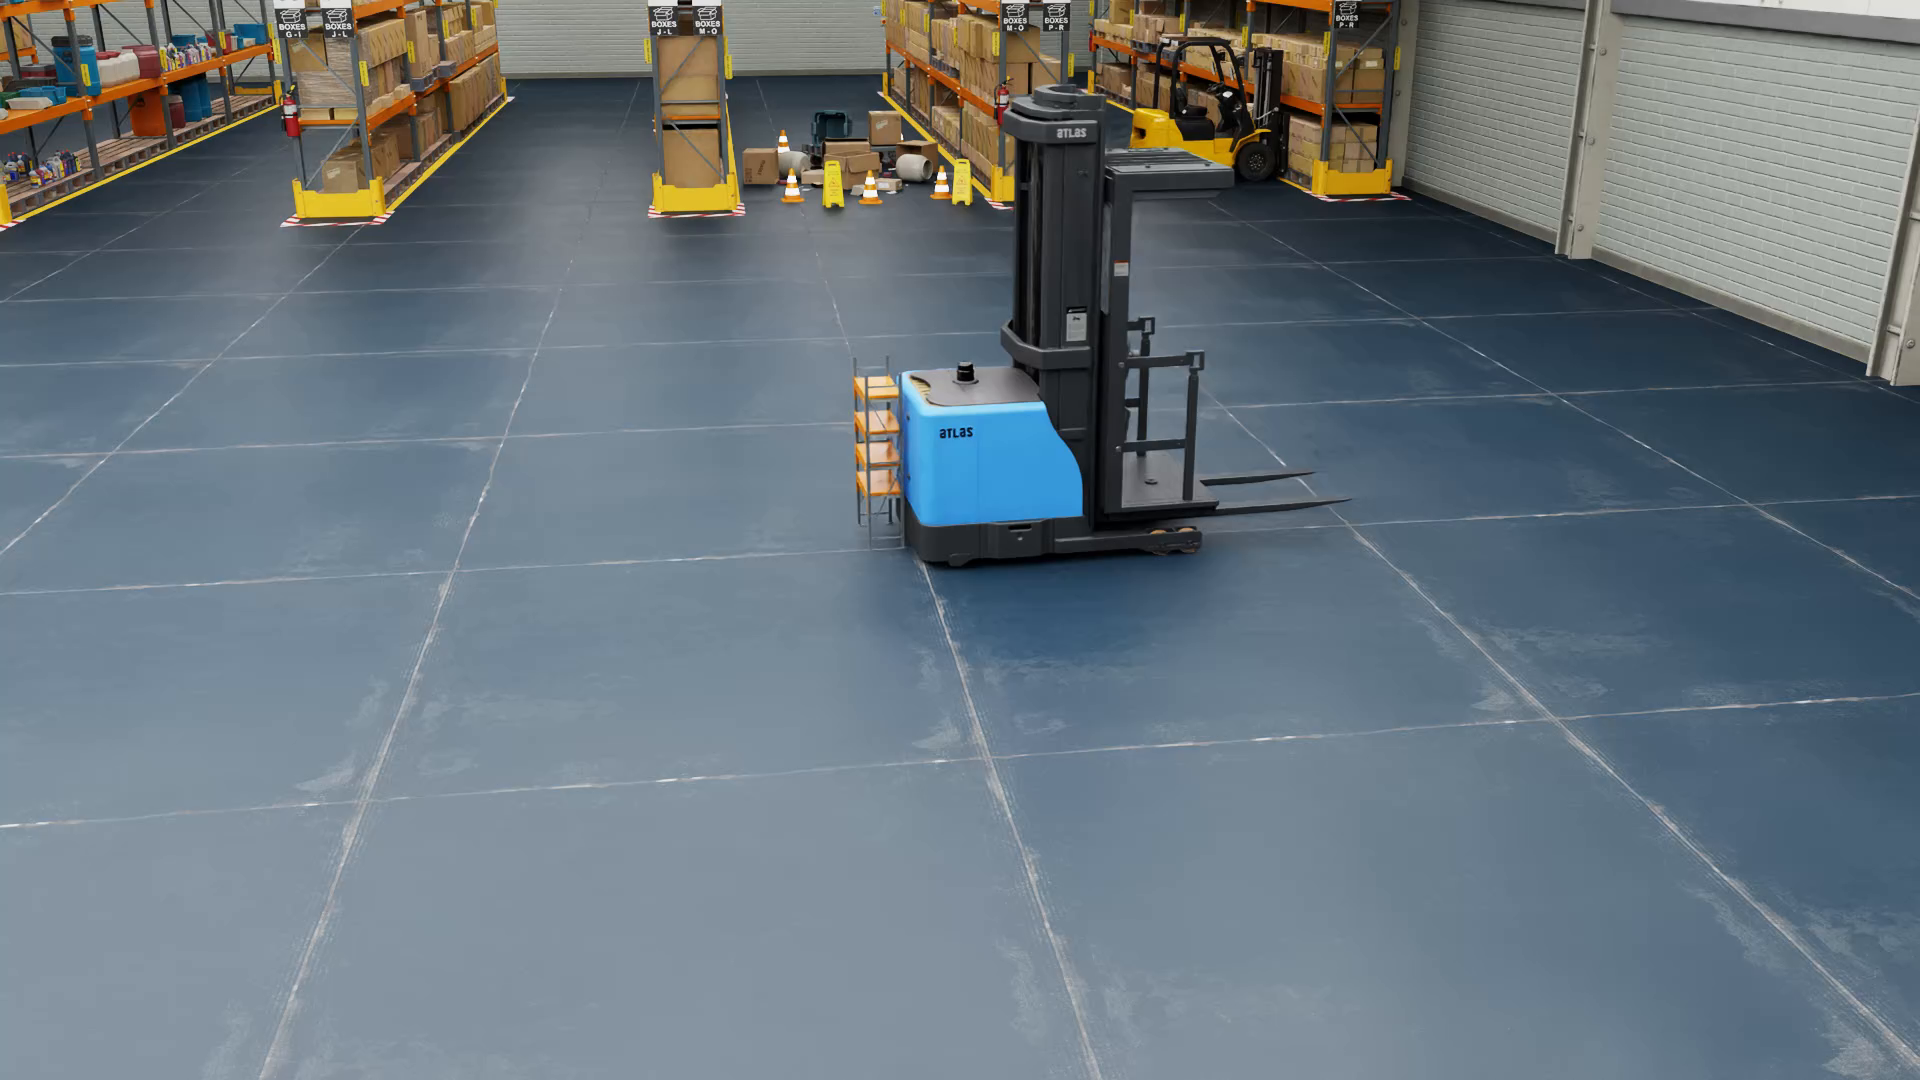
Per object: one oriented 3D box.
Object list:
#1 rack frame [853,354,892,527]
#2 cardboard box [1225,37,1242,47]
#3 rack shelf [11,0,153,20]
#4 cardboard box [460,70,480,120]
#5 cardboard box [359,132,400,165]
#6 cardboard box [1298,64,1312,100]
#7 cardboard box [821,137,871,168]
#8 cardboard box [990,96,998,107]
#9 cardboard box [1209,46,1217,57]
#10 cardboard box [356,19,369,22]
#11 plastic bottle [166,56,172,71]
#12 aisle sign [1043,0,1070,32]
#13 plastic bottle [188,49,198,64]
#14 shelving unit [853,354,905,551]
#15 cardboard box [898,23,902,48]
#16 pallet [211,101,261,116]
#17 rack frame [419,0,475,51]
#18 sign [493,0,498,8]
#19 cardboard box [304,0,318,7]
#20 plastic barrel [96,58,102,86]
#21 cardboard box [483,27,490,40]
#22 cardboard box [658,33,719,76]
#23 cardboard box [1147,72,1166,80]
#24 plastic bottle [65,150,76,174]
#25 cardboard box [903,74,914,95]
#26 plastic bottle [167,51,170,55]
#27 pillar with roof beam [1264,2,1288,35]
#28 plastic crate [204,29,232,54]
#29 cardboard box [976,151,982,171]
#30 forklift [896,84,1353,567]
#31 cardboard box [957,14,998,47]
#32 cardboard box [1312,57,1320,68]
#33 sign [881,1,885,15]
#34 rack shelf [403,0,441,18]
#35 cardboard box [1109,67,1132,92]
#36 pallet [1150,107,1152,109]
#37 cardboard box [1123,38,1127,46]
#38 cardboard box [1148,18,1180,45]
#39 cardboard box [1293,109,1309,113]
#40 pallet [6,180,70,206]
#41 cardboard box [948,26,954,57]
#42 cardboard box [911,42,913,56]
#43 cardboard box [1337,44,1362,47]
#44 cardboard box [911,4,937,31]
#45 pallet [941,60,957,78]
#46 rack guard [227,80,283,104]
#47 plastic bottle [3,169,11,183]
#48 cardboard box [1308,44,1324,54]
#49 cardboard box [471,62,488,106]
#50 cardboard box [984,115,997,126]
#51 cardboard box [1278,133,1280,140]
[{"bbox_3d":[-0.590,-0.665,11.282,0.240,1.200,0.015,-4,21,-11],"label":"rack frame"},{"bbox_3d":[4.927,-8.836,29.516,0.380,0.149,0.250,-4,21,-9],"label":"cardboard box"},{"bbox_3d":[-14.504,-8.877,27.438,1.077,0.370,4.000,-3,21,-8],"label":"rack shelf"},{"bbox_3d":[-10.226,-8.808,32.948,1.225,0.875,0.875,-4,21,-10],"label":"cardboard box"},{"bbox_3d":[-9.296,-6.252,26.640,0.500,0.500,0.500,-4,21,-9],"label":"cardboard box"},{"bbox_3d":[5.584,-7.117,25.841,0.500,0.500,0.500,-2,21,-6],"label":"cardboard box"},{"bbox_3d":[-1.833,-6.179,26.847,0.797,0.637,0.503,-3,21,-8],"label":"cardboard box"},{"bbox_3d":[0.657,-6.564,24.864,0.380,0.149,0.250,-3,21,-8],"label":"cardboard box"},{"bbox_3d":[4.877,-8.970,30.444,0.500,0.250,0.500,-3,21,-7],"label":"cardboard box"},{"bbox_3d":[-9.501,-7.852,25.956,0.500,0.500,0.500,-3,21,-8],"label":"cardboard box"},{"bbox_3d":[-14.601,-8.770,30.587,0.152,0.276,0.135,-3,21,-8],"label":"plastic bottle"},{"bbox_3d":[1.385,-7.693,23.812,0.394,0.787,0.004,-3,21,-8],"label":"aisle sign"},{"bbox_3d":[-14.847,-9.361,32.168,0.152,0.276,0.135,-3,21,-8],"label":"plastic bottle"},{"bbox_3d":[-0.540,-0.582,11.058,0.258,1.200,0.503,-4,21,-11],"label":"shelving unit"},{"bbox_3d":[-1.060,-11.008,36.260,0.500,0.500,0.500,-3,21,-9],"label":"cardboard box"},{"bbox_3d":[-15.692,-9.256,35.697,1.003,0.211,1.213,-3,21,-8],"label":"pallet"},{"bbox_3d":[-10.467,-10.136,34.068,1.000,3.000,0.127,-3,21,-8],"label":"rack frame"},{"bbox_3d":[-10.505,-12.197,37.593,0.100,0.325,0.005,-3,21,-8],"label":"sign"},{"bbox_3d":[-9.058,-7.471,22.858,0.500,0.250,0.500,-2,21,-6],"label":"cardboard box"},{"bbox_3d":[-14.136,-7.523,26.876,0.433,0.535,0.433,0,20,0],"label":"plastic barrel"},{"bbox_3d":[-10.565,-11.084,36.395,0.500,0.250,0.500,-4,21,-10],"label":"cardboard box"},{"bbox_3d":[-3.830,-6.903,23.654,0.875,0.550,0.550,-3,21,-8],"label":"cardboard box"},{"bbox_3d":[4.204,-9.899,35.479,0.380,0.149,0.250,-4,21,-11],"label":"cardboard box"},{"bbox_3d":[-13.837,-5.873,25.812,0.144,0.351,0.185,-3,21,-9],"label":"plastic bottle"},{"bbox_3d":[-0.775,-10.165,37.208,0.875,0.438,0.875,-4,21,-9],"label":"cardboard box"},{"bbox_3d":[-15.505,-9.500,32.648,0.097,0.201,0.097,0,20,0],"label":"plastic bottle"},{"bbox_3d":[1.647,-11.690,29.654,9.100,9.000,0.400,-3,21,-8],"label":"pillar with roof beam"},{"bbox_3d":[-15.249,-10.266,34.239,0.402,0.464,0.583,-3,21,-8],"label":"plastic crate"},{"bbox_3d":[0.538,-6.017,26.368,0.500,0.250,0.500,-4,21,-10],"label":"cardboard box"},{"bbox_3d":[1.127,-1.448,10.904,3.031,2.935,1.130,-4,21,-11],"label":"forklift"},{"bbox_3d":[0.341,-8.358,27.309,0.700,0.500,0.500,-3,21,-8],"label":"cardboard box"},{"bbox_3d":[5.587,-7.277,25.341,0.380,0.149,0.250,-3,21,-7],"label":"cardboard box"},{"bbox_3d":[-1.787,-12.438,38.880,0.100,0.325,0.005,-3,21,-8],"label":"sign"},{"bbox_3d":[-9.602,-9.127,28.107,1.077,0.370,4.000,-3,21,-8],"label":"rack shelf"},{"bbox_3d":[3.730,-10.596,38.271,0.500,0.500,0.500,-3,21,-7],"label":"cardboard box"},{"bbox_3d":[4.584,-8.878,34.686,1.003,0.211,1.213,-3,21,-8],"label":"pallet"},{"bbox_3d":[3.834,-11.046,36.862,0.380,0.149,0.250,-2,21,-6],"label":"cardboard box"},{"bbox_3d":[4.287,-10.502,34.303,0.700,0.500,0.500,-3,21,-8],"label":"cardboard box"},{"bbox_3d":[5.814,-6.984,27.528,0.500,0.250,0.500,-3,21,-7],"label":"cardboard box"},{"bbox_3d":[-13.981,-5.152,24.709,1.003,0.211,1.213,-3,21,-8],"label":"pallet"},{"bbox_3d":[0.058,-8.748,29.183,0.500,0.500,0.500,-2,21,-6],"label":"cardboard box"},{"bbox_3d":[-0.724,-10.043,34.032,0.500,0.250,0.500,-3,21,-8],"label":"cardboard box"},{"bbox_3d":[6.066,-7.620,25.835,0.380,0.149,0.250,-3,21,-7],"label":"cardboard box"},{"bbox_3d":[-0.711,-10.636,33.834,0.500,0.500,0.500,-3,21,-9],"label":"cardboard box"},{"bbox_3d":[0.242,-8.478,29.902,1.003,0.211,1.213,-3,21,-8],"label":"pallet"},{"bbox_3d":[-15.961,-10.108,37.565,1.175,0.500,0.348,-3,21,-8],"label":"rack guard"},{"bbox_3d":[-14.281,-5.456,24.907,0.097,0.201,0.097,0,20,0],"label":"plastic bottle"},{"bbox_3d":[5.627,-7.599,25.781,0.380,0.149,0.250,-3,21,-7],"label":"cardboard box"},{"bbox_3d":[-10.483,-9.570,34.989,0.875,0.875,0.875,-3,21,-8],"label":"cardboard box"},{"bbox_3d":[0.576,-6.433,25.484,0.380,0.149,0.250,-2,21,-6],"label":"cardboard box"},{"bbox_3d":[5.375,-6.554,27.092,0.500,0.250,0.500,-3,21,-8],"label":"cardboard box"}]
